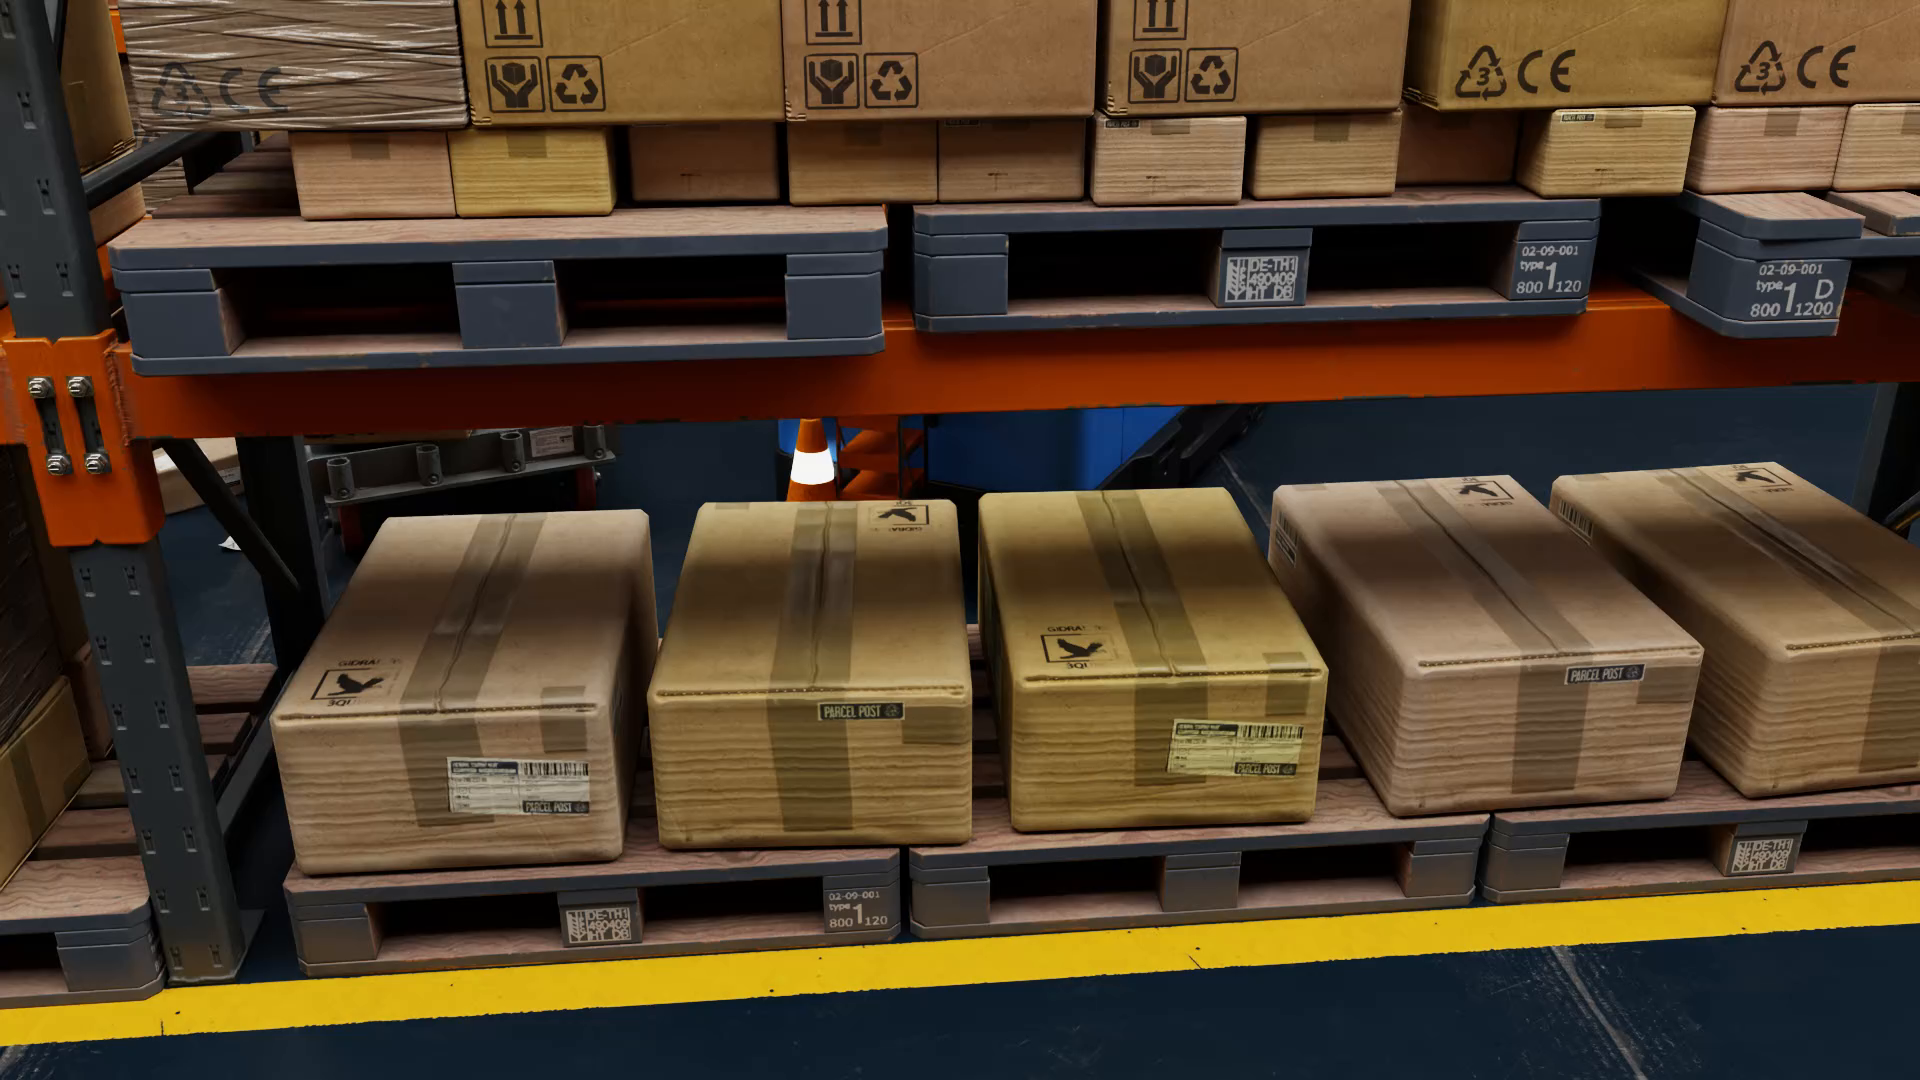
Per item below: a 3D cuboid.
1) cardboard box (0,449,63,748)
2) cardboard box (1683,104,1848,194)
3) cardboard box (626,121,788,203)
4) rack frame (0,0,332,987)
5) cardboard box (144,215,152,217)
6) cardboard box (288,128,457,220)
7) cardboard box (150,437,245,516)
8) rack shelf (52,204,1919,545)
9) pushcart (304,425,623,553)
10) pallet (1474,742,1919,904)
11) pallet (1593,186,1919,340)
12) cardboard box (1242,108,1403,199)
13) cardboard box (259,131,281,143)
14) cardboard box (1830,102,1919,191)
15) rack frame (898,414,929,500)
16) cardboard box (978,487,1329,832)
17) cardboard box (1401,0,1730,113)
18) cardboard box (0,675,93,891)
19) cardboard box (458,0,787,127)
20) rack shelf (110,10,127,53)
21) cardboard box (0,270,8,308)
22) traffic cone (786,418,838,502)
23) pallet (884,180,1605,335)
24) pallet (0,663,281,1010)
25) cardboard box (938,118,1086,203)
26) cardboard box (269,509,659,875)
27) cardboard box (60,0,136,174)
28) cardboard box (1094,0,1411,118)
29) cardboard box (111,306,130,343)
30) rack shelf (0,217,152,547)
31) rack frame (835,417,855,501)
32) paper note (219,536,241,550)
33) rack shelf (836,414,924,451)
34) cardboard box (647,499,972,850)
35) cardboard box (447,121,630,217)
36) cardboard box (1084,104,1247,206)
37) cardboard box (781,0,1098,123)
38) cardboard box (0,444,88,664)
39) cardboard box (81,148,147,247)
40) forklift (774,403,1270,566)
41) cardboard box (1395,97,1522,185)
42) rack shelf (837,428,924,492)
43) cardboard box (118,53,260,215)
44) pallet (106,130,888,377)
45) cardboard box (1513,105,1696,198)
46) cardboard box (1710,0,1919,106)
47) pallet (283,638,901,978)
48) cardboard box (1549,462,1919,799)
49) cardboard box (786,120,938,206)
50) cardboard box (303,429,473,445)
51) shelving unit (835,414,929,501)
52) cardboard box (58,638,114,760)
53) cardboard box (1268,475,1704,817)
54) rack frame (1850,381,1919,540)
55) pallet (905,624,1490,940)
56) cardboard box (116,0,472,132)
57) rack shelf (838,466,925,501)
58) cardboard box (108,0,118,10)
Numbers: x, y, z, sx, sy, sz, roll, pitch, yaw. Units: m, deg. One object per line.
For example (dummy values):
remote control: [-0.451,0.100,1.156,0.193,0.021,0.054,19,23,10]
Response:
cardboard box: [-2.104,0.159,3.145,0.500,0.500,0.500,-3,24,-6]
cardboard box: [1.379,-0.749,3.035,0.250,0.149,0.380,-3,24,-8]
cardboard box: [-0.437,-0.716,2.959,0.250,0.149,0.380,-1,24,-2]
rack frame: [-1.542,-0.695,3.122,0.127,3.000,1.000,-2,24,-5]
cardboard box: [-3.573,-1.074,7.048,0.500,0.500,0.500,2,24,4]
cardboard box: [-0.961,-0.667,2.850,0.250,0.149,0.380,-2,24,-4]
cardboard box: [-2.563,-0.281,5.555,0.258,0.266,0.396,22,32,40]
rack shelf: [0.449,-0.447,3.447,4.000,0.370,1.077,-2,24,-5]
pushcart: [-1.816,-0.417,5.723,0.936,0.377,1.648,-11,26,-23]
pallet: [1.661,0.450,3.978,1.213,0.211,1.003,-2,24,-5]
pallet: [1.740,-0.696,3.359,1.003,0.211,1.213,-2,24,-5]
cardboard box: [0.602,-0.730,2.992,0.250,0.149,0.380,-3,24,-7]
cardboard box: [-2.762,-1.916,7.967,0.875,0.875,0.875,-2,24,-4]
cardboard box: [1.630,-0.756,3.050,0.250,0.149,0.380,-2,24,-6]
rack frame: [-0.130,-0.378,4.624,0.006,1.200,0.240,7,25,16]
cardboard box: [0.387,0.233,3.751,0.625,0.372,0.950,-2,24,-3]
cardboard box: [0.998,-1.052,2.918,0.500,0.500,0.500,-4,24,-9]
cardboard box: [-2.104,0.501,3.297,0.500,0.250,0.500,-1,24,-3]
cardboard box: [-0.549,-0.992,2.782,0.500,0.500,0.500,-2,24,-5]
rack shelf: [-4.119,-2.284,7.580,4.000,0.370,1.077,-2,24,-5]
cardboard box: [-1.832,-0.445,2.867,0.250,0.149,0.380,-3,24,-6]
traffic cone: [-0.445,-0.152,5.021,0.334,0.463,0.336,-2,24,-5]
pallet: [0.473,-0.672,3.305,1.213,0.211,1.003,-2,24,-5]
pallet: [-2.207,0.620,3.595,1.213,0.211,1.003,-2,24,-5]
cardboard box: [0.070,-0.718,2.965,0.250,0.149,0.380,-2,24,-5]
cardboard box: [-1.020,0.291,3.619,0.625,0.372,0.950,-2,24,-4]
cardboard box: [-2.007,-0.972,3.255,0.500,0.500,0.500,-2,24,-5]
cardboard box: [0.455,-1.031,2.870,0.500,0.500,0.500,-3,24,-7]
cardboard box: [-3.093,-0.591,5.793,0.503,0.637,0.797,-2,24,-5]
rack shelf: [-3.532,-0.287,3.088,4.000,0.370,1.077,-2,24,-5]
rack frame: [-0.305,-0.401,4.674,0.006,1.200,0.240,7,25,16]
paper note: [-2.237,-0.007,5.228,0.142,0.019,0.148,-2,24,-5]
rack shelf: [-0.218,-0.349,4.667,0.180,0.103,0.258,7,25,16]
cardboard box: [-0.305,0.261,3.687,0.625,0.372,0.950,-1,24,-2]
cardboard box: [-0.711,-0.673,2.864,0.250,0.149,0.380,-2,24,-4]
cardboard box: [0.339,-0.708,2.941,0.250,0.149,0.380,-1,24,-3]
cardboard box: [-0.055,-1.006,2.814,0.500,0.500,0.500,-2,24,-5]
cardboard box: [-2.155,-0.059,3.635,0.500,0.500,0.500,-1,24,-3]
cardboard box: [-1.887,-0.698,3.436,0.250,0.149,0.380,-2,24,-5]
forklift: [0.523,-1.788,5.664,1.130,2.935,3.031,11,26,23]
cardboard box: [0.844,-0.773,3.089,0.250,0.149,0.380,-2,24,-5]
rack shelf: [-0.218,-0.239,4.716,0.180,0.103,0.258,7,25,16]
cardboard box: [-3.658,-1.879,7.883,0.875,0.875,0.875,-2,24,-5]
pallet: [-0.767,-0.580,3.097,1.213,0.211,1.003,-2,24,-5]
cardboard box: [1.106,-0.732,2.997,0.250,0.149,0.380,-2,24,-4]
cardboard box: [1.500,-1.073,2.965,0.500,0.500,0.500,-3,24,-6]
pallet: [-0.767,0.547,3.759,1.213,0.211,1.003,-2,24,-5]
cardboard box: [1.876,0.172,3.888,0.625,0.372,0.950,-4,24,-9]
cardboard box: [-0.177,-0.709,2.944,0.250,0.149,0.380,-2,24,-4]
cardboard box: [-1.747,-0.618,5.091,0.500,0.500,0.500,-2,24,-5]
shelving unit: [-0.218,-0.389,4.649,0.189,1.200,0.258,7,25,16]
cardboard box: [-2.155,0.284,3.787,0.500,0.250,0.500,-3,24,-8]
cardboard box: [1.142,0.205,3.814,0.625,0.372,0.950,-3,24,-6]
rack frame: [2.439,-0.855,3.481,0.127,3.000,1.000,-2,24,-5]
pallet: [0.450,0.497,3.872,1.213,0.211,1.003,-2,24,-5]
cardboard box: [-1.047,-0.972,2.737,0.500,0.500,0.500,-2,24,-4]
rack shelf: [-0.218,-0.129,4.764,0.180,0.103,0.258,7,25,16]
cardboard box: [-3.589,-2.736,7.528,0.550,0.550,0.875,-2,24,-5]
